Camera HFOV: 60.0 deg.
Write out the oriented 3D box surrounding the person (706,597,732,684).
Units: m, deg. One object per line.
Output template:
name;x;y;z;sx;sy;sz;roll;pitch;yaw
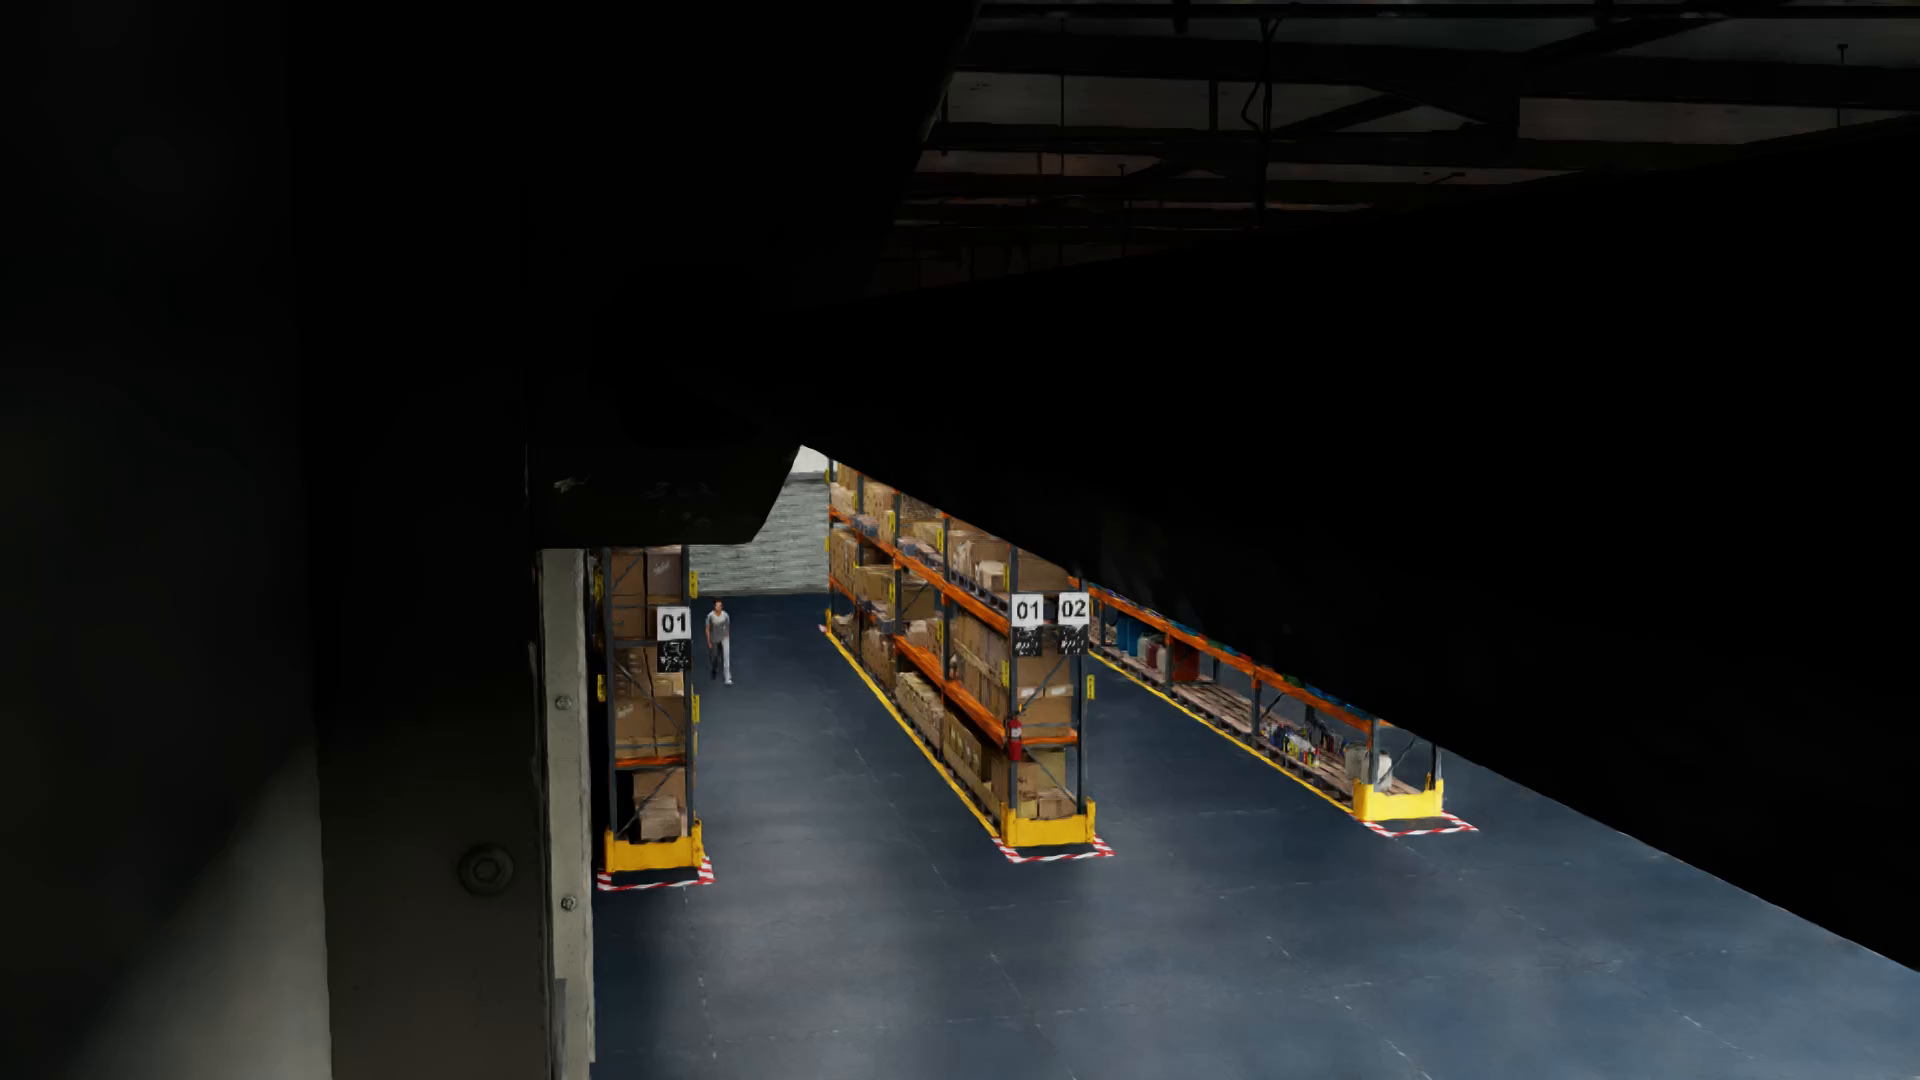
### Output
person;-4.503;1.865;30.958;0.449;1.551;1.097;-2;7;-14
